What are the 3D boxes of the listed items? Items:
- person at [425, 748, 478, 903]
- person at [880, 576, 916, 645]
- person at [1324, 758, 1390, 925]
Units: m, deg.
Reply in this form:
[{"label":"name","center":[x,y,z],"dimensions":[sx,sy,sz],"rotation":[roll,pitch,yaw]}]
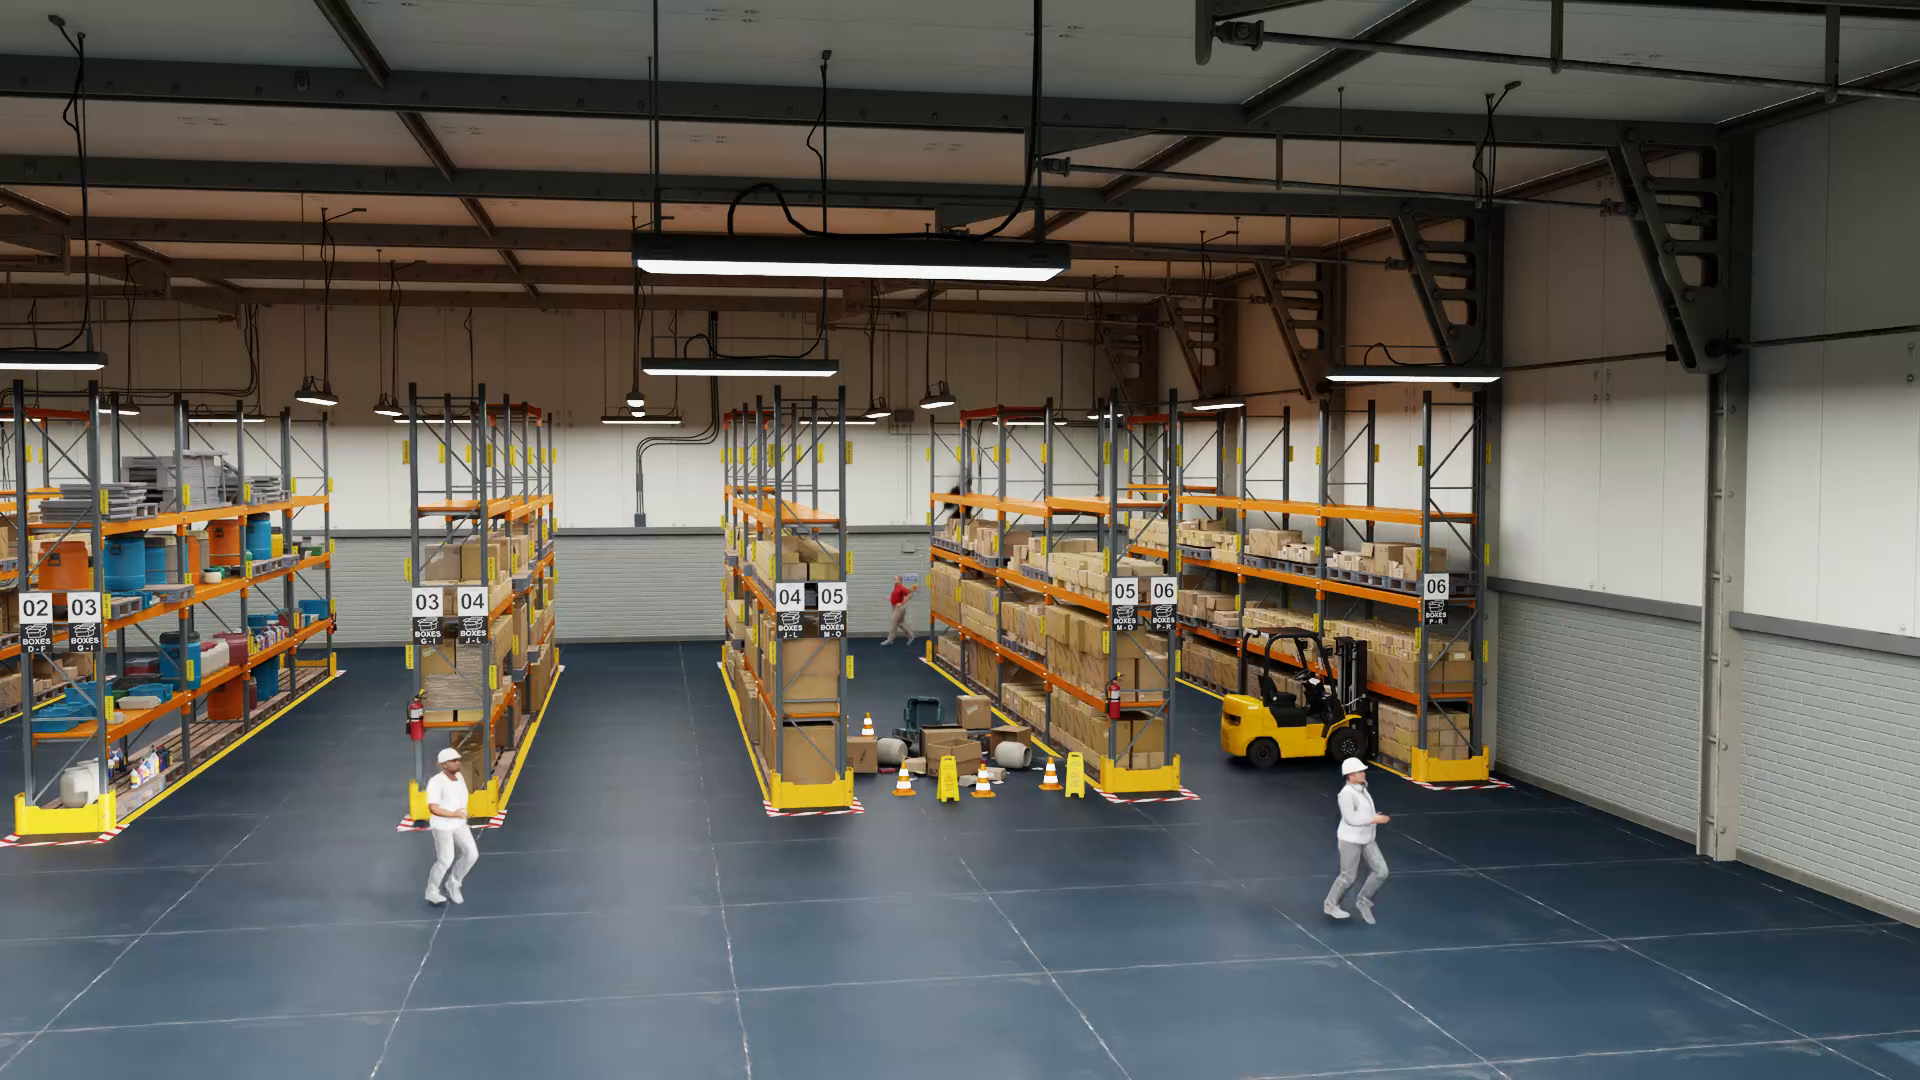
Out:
[{"label":"person","center":[-5.641,3.198,18.508],"dimensions":[0.683,1.783,0.725],"rotation":[1,3,21]},{"label":"person","center":[-1.532,1.773,41.535],"dimensions":[0.920,1.766,0.668],"rotation":[-1,3,-14]},{"label":"person","center":[4.247,3.222,17.742],"dimensions":[0.721,1.806,0.625],"rotation":[2,4,40]}]
